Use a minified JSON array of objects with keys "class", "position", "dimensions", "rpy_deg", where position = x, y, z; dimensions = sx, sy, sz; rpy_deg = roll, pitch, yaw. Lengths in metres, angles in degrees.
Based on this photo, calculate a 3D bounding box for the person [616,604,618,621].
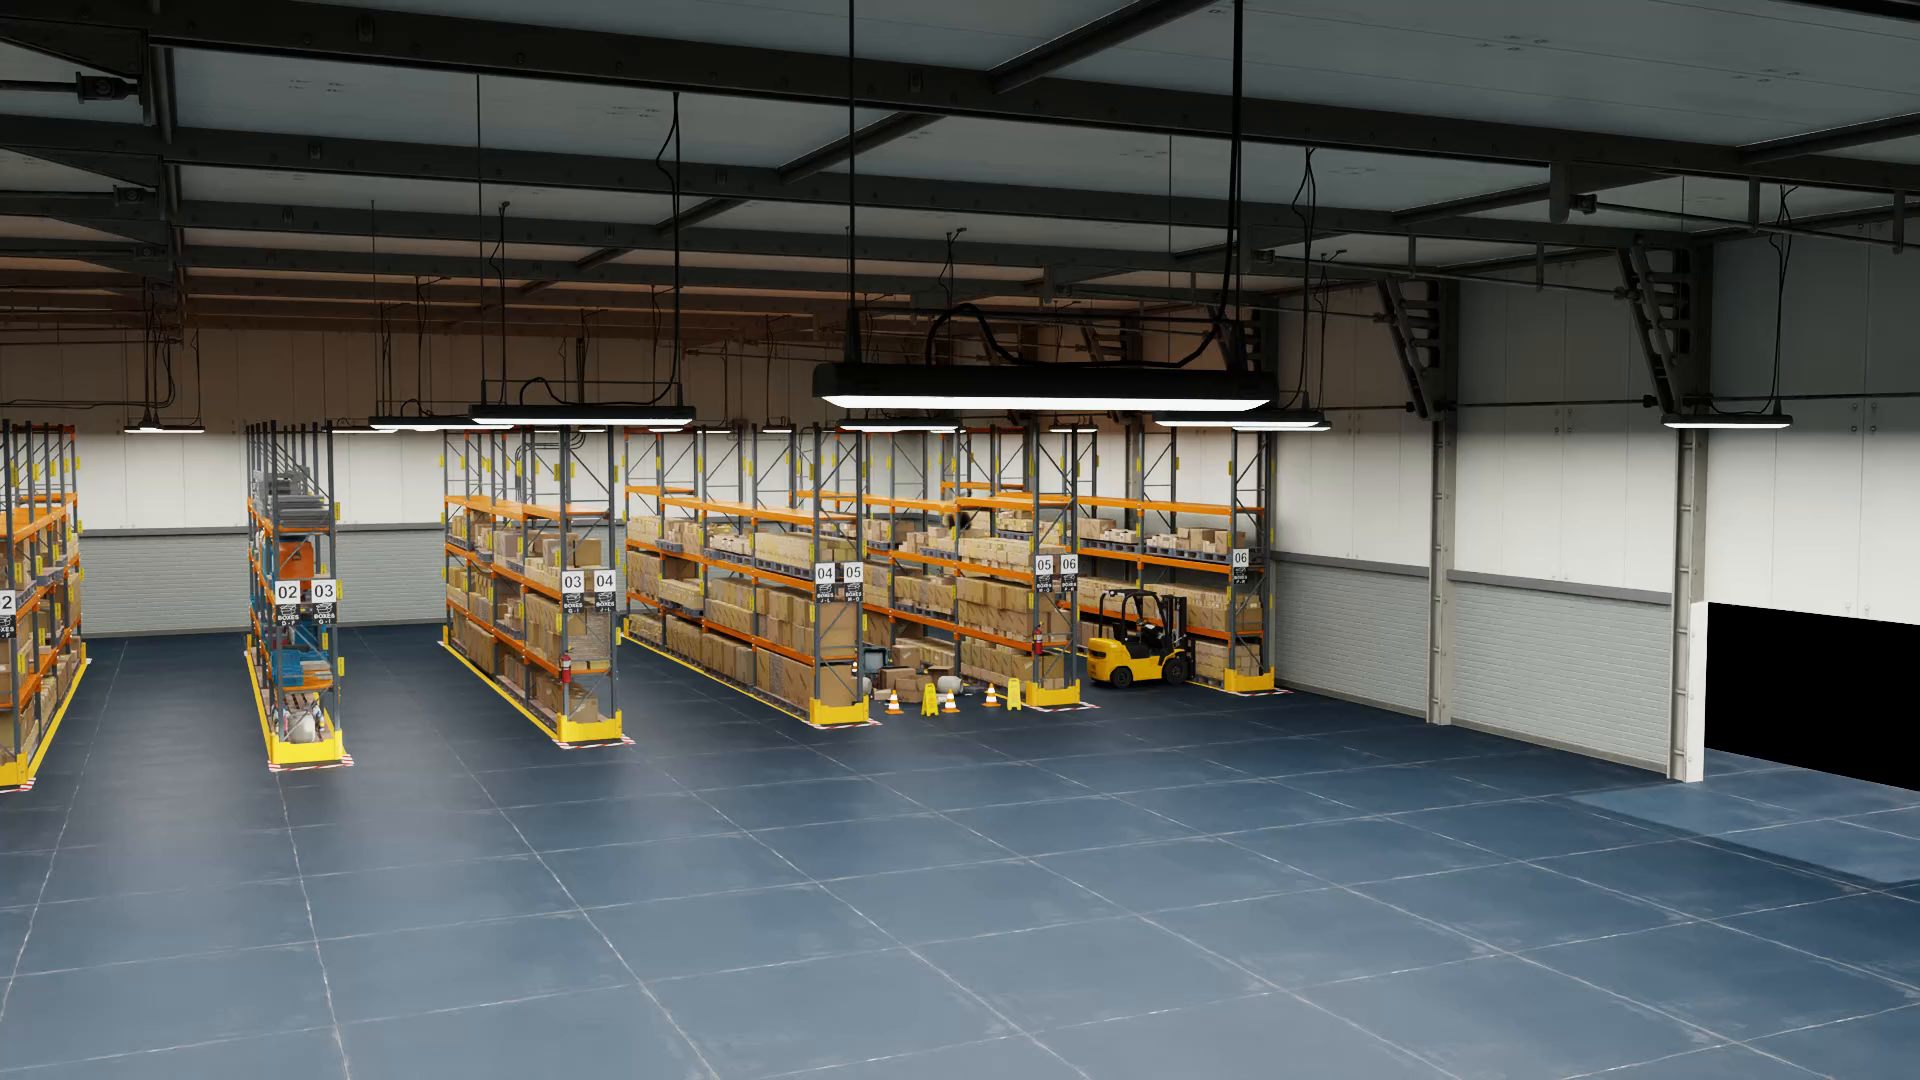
[{"class":"person","position":[-9.246,2.203,43.255],"dimensions":[0.895,1.631,0.742],"rpy_deg":[3,5,43]}]

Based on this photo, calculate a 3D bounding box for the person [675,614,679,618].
[{"class":"person","position":[-8.118,1.874,48.955],"dimensions":[0.915,1.583,0.547],"rpy_deg":[0,4,-6]}]
